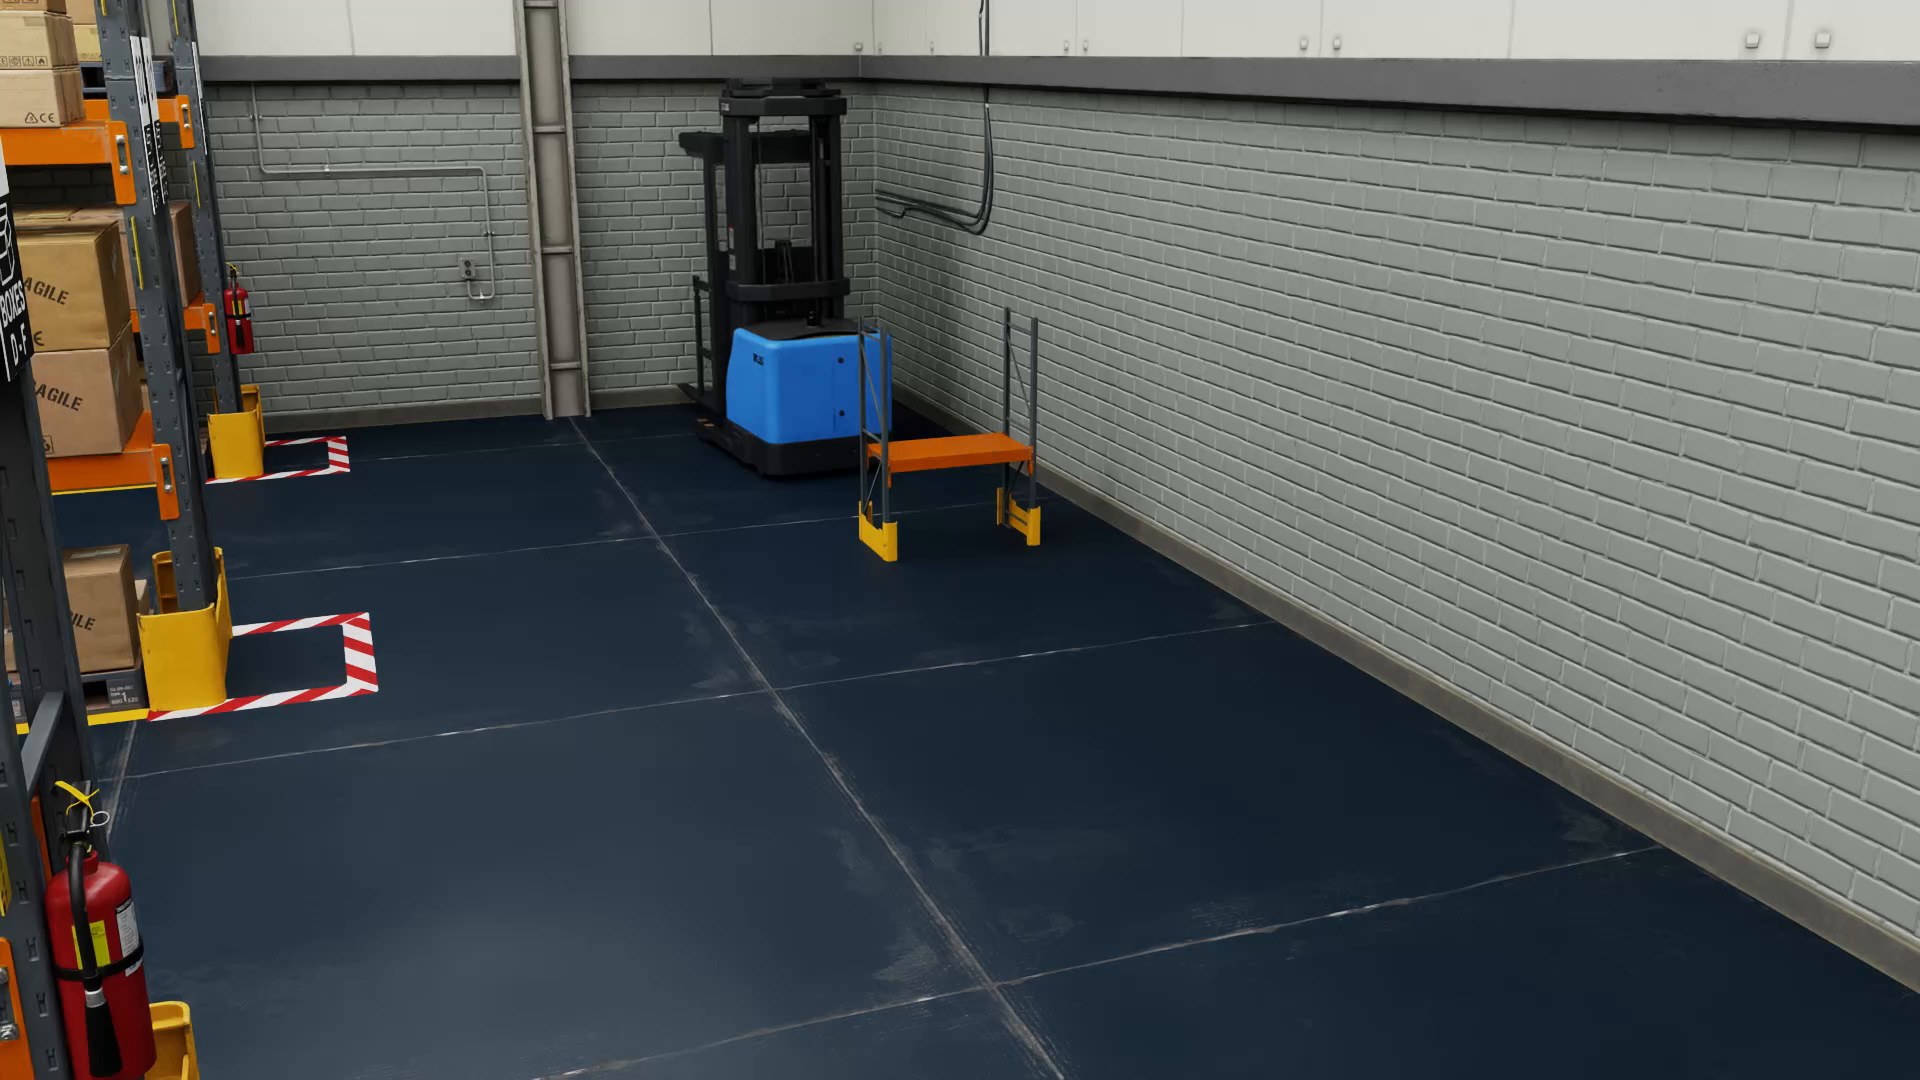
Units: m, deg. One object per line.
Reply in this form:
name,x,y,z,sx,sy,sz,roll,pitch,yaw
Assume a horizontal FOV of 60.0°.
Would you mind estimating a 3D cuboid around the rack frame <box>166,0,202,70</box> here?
rack frame,-5.742,-4.943,11.961,0.127,3.000,1.000,-6,17,-20

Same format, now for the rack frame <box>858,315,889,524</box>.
rack frame,-0.554,-0.660,10.683,0.032,1.500,0.500,-6,17,-20

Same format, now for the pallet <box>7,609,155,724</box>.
pallet,-4.781,0.664,8.461,1.213,0.211,1.003,-6,17,-20

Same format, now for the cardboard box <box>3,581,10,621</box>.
cardboard box,-5.043,0.377,8.590,0.500,0.250,0.500,-6,17,-20

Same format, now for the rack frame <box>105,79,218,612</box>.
rack frame,-3.966,-0.762,8.369,0.127,3.000,1.000,-6,17,-20

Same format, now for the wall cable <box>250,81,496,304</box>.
wall cable,-4.885,-2.930,13.950,1.851,1.984,0.084,-6,17,-20

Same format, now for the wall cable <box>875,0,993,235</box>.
wall cable,-0.333,-3.930,14.020,0.112,2.526,3.097,-6,17,-20

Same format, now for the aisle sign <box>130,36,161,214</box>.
aisle sign,-3.793,-1.936,7.752,0.004,0.787,0.394,-6,17,-20

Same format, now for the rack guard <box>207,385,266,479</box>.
rack guard,-5.720,-0.868,13.167,0.348,0.500,1.175,-6,17,-20

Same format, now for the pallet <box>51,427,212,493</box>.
pallet,-6.461,-0.626,12.854,1.213,0.211,1.003,-6,17,-20

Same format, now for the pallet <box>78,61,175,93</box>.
pallet,-6.431,-3.384,12.132,1.213,0.211,1.003,-6,17,-20

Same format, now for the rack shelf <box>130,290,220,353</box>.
rack shelf,-7.610,-1.518,12.221,4.000,0.370,1.077,-6,17,-20

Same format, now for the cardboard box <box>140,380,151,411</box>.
cardboard box,-6.360,-0.970,12.769,0.500,0.500,0.700,-6,17,-20

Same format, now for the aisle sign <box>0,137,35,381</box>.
aisle sign,-2.237,-0.791,3.854,0.004,0.787,0.394,-6,17,-20

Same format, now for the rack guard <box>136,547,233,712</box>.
rack guard,-4.037,0.445,8.695,0.348,0.500,1.175,-6,17,-20

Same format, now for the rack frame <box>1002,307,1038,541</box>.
rack frame,0.395,-0.762,11.032,0.032,1.500,0.500,-6,17,-20

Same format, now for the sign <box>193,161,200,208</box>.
sign,-5.561,-2.590,12.119,0.005,0.325,0.100,-6,17,-20

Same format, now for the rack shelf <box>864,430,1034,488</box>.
rack shelf,-0.080,-0.538,10.908,1.000,0.185,0.538,-6,17,-20

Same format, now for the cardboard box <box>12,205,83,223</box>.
cardboard box,-6.890,-2.078,12.320,0.700,0.700,0.980,-6,18,-21

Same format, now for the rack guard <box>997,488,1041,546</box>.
rack guard,0.394,-0.162,11.208,0.087,0.250,0.587,-6,17,-20

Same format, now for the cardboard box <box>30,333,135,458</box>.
cardboard box,-4.287,-0.693,7.957,0.500,0.500,0.500,-6,17,-18

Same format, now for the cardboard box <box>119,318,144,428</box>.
cardboard box,-4.475,-0.835,8.439,0.500,0.500,0.500,-6,17,-19

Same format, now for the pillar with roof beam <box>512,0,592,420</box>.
pillar with roof beam,-1.990,-4.310,9.806,0.400,9.000,9.100,-6,17,-20

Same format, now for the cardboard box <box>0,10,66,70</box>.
cardboard box,-4.355,-2.250,7.492,0.500,0.250,0.500,-6,17,-20

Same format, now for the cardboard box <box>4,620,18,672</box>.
cardboard box,-4.796,0.523,8.241,0.250,0.166,0.380,-6,17,-20

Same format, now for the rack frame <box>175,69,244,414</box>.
rack frame,-5.742,-2.065,12.806,0.127,3.000,1.000,-6,17,-20

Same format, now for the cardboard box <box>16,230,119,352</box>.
cardboard box,-4.284,-1.172,7.815,0.500,0.500,0.500,-6,18,-21

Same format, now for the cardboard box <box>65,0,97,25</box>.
cardboard box,-6.328,-3.896,11.730,0.500,0.500,0.500,-6,17,-20

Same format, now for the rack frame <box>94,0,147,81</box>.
rack frame,-3.966,-3.640,7.524,0.127,3.000,1.000,-6,17,-20

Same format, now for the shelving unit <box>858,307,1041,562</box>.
shelving unit,-0.071,-0.712,10.861,1.083,1.500,0.587,-6,17,-20

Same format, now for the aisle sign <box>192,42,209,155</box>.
aisle sign,-5.568,-3.241,12.196,0.004,0.787,0.394,-6,17,-20

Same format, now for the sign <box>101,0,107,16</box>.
sign,-3.786,-2.478,7.318,0.005,0.325,0.100,-6,17,-20

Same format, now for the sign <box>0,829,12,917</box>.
sign,-1.985,0.607,3.420,0.005,0.325,0.100,-6,17,-20

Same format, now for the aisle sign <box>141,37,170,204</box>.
aisle sign,-4.008,-2.093,8.289,0.004,0.787,0.394,-6,17,-20

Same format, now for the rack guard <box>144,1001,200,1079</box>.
rack guard,-2.180,1.735,4.302,0.348,0.500,1.175,-6,17,-20

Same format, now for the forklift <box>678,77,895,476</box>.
forklift,-1.603,-2.261,13.595,1.130,2.935,3.031,-8,18,-25

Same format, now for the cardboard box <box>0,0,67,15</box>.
cardboard box,-4.440,-2.673,7.601,0.500,0.500,0.700,-6,17,-20

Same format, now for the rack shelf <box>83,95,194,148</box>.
rack shelf,-7.610,-2.957,11.798,4.000,0.370,1.077,-6,17,-20

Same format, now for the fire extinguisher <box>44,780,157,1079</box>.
fire extinguisher,-1.894,0.862,3.638,0.183,0.674,0.296,-6,17,-20

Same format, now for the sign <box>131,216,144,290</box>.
sign,-3.786,-1.321,7.657,0.005,0.325,0.100,-6,17,-20

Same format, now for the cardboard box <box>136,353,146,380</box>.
cardboard box,-6.315,-1.347,12.900,0.250,0.149,0.380,-6,17,-20

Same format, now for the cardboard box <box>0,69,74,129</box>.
cardboard box,-4.352,-2.008,7.555,0.500,0.250,0.500,-6,17,-20

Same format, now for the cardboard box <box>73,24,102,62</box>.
cardboard box,-6.331,-3.538,11.842,0.500,0.250,0.500,-6,17,-18

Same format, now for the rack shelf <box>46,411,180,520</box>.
rack shelf,-5.834,-0.215,7.784,4.000,0.370,1.077,-6,17,-20

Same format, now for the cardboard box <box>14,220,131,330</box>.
cardboard box,-4.475,-1.314,8.298,0.500,0.500,0.500,-6,17,-18

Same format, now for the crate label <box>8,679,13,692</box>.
crate label,-2.546,0.532,4.155,0.303,0.233,0.416,-6,17,-20

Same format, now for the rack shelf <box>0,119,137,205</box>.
rack shelf,-5.834,-1.654,7.361,4.000,0.370,1.077,-6,17,-20

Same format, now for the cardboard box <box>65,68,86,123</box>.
cardboard box,-4.537,-2.144,8.019,0.500,0.250,0.500,-6,17,-20

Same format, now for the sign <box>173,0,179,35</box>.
sign,-5.561,-3.747,11.779,0.005,0.325,0.100,-6,17,-20

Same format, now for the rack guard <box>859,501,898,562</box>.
rack guard,-0.536,-0.062,10.866,0.087,0.250,0.587,-6,17,-20

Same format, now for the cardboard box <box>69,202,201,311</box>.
cardboard box,-6.215,-2.155,12.580,0.700,0.700,0.980,-5,17,-18

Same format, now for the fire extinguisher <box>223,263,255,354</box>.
fire extinguisher,-5.436,-1.743,12.508,0.183,0.674,0.296,-6,17,-20

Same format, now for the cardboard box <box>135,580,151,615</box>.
cardboard box,-4.480,0.347,8.873,0.250,0.149,0.380,-6,17,-20

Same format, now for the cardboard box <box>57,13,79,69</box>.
cardboard box,-4.539,-2.386,7.954,0.500,0.250,0.500,-6,17,-20

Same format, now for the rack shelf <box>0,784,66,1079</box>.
rack shelf,-4.065,1.089,3.345,4.000,0.370,1.077,-6,17,-20

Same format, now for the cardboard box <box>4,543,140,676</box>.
cardboard box,-4.386,0.346,8.252,0.500,0.500,0.500,-6,17,-20
